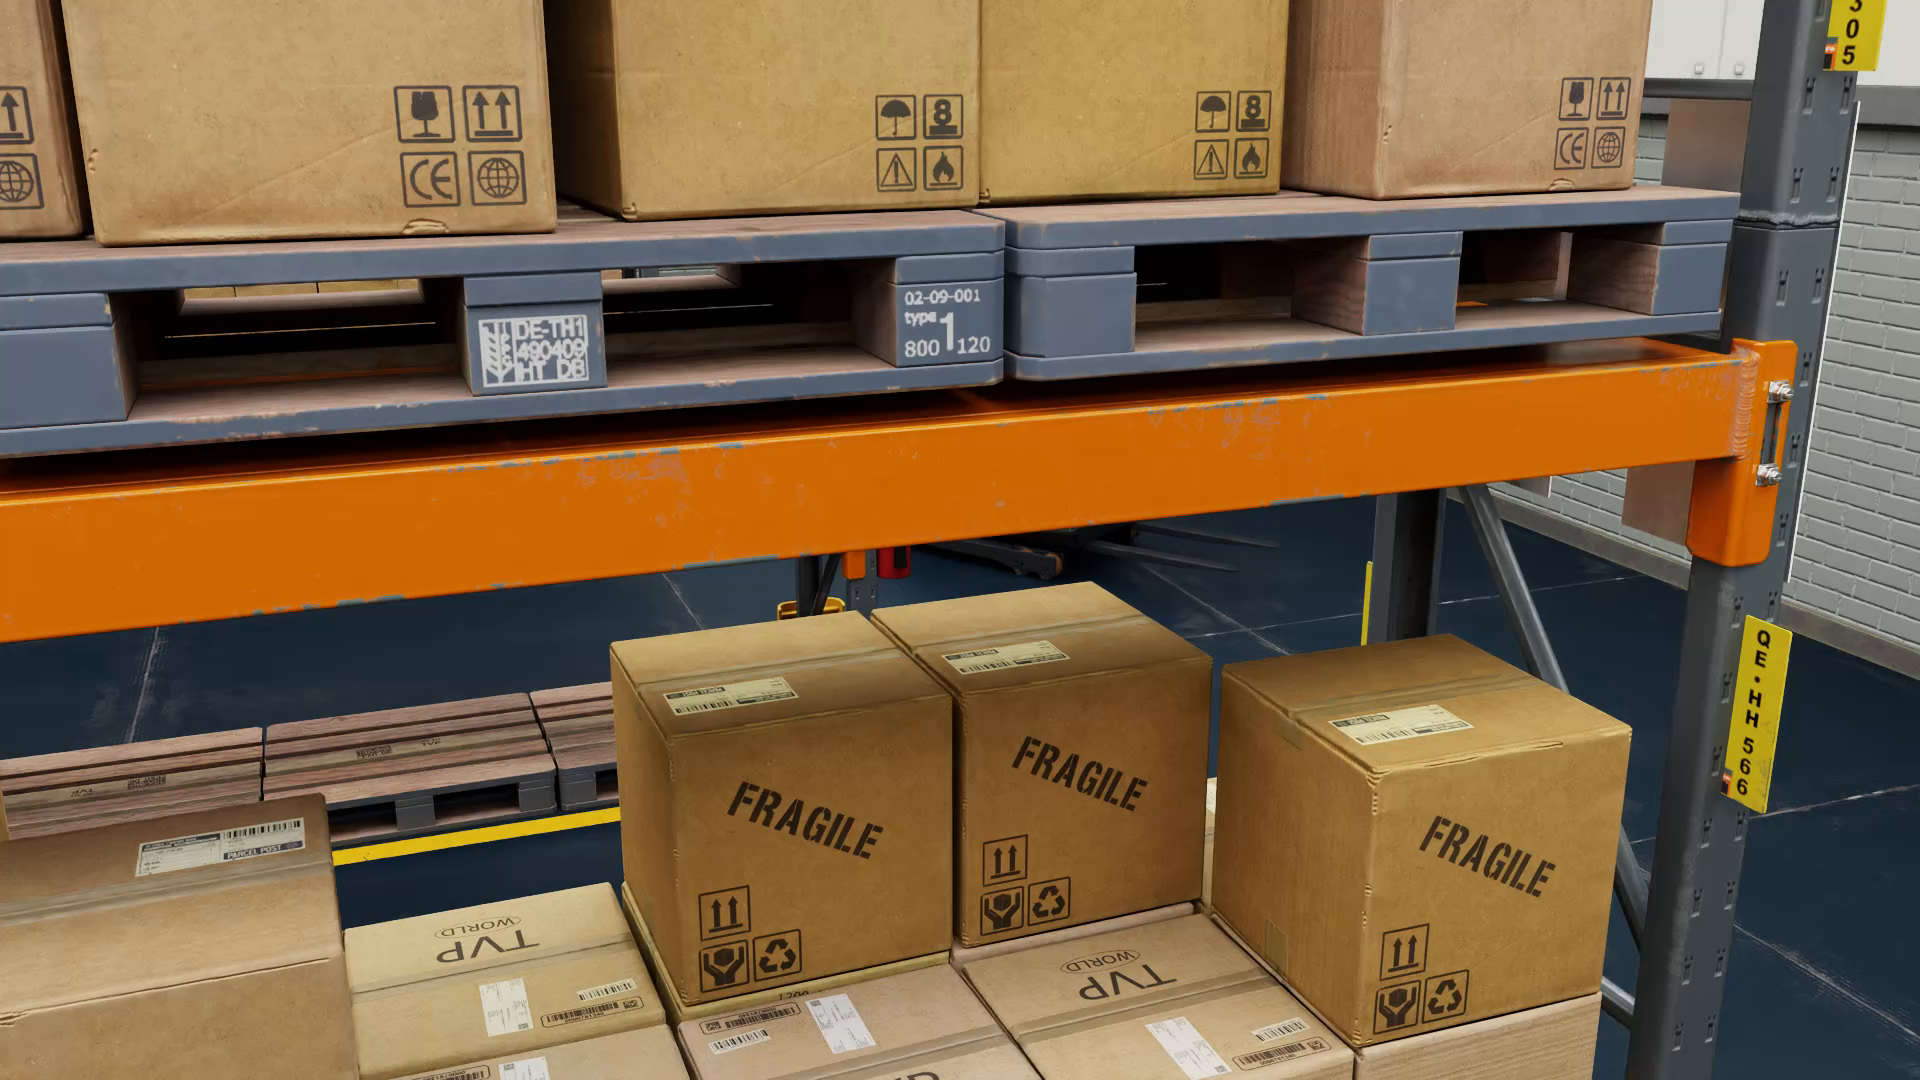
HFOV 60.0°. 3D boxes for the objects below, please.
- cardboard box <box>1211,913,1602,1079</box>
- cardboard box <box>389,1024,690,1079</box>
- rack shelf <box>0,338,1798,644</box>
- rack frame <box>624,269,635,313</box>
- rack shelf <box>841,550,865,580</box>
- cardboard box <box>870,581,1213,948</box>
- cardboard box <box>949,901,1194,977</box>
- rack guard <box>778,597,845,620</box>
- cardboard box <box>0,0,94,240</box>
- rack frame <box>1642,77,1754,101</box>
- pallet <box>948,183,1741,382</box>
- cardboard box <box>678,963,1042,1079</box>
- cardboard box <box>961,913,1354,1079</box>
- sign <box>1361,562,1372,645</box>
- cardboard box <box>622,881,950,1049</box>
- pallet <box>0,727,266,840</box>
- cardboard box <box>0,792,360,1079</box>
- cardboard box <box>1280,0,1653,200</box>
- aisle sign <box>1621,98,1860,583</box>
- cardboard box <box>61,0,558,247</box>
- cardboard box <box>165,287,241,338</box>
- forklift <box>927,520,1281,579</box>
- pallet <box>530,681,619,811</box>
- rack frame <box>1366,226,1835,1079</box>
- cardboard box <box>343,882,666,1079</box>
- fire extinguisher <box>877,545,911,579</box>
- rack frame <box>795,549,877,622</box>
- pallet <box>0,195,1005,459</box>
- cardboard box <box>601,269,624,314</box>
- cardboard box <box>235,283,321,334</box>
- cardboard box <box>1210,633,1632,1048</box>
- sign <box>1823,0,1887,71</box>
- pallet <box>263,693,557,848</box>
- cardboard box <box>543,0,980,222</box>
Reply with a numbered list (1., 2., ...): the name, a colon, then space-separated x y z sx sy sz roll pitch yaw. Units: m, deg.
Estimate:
1. cardboard box: 0.798 0.866 3.062 0.500 0.250 0.500 -6 18 -21
2. cardboard box: -0.636 1.022 2.531 0.500 0.250 0.500 -6 17 -20
3. rack shelf: -0.712 -0.074 2.479 4.000 0.370 1.077 -6 17 -20
4. rack frame: -2.387 -1.789 12.367 0.053 2.616 0.949 -6 17 -20
5. rack shelf: -2.484 0.062 7.340 4.000 0.370 1.077 -6 17 -20
6. cardboard box: 0.144 0.416 3.266 0.500 0.500 0.500 -7 18 -21
7. cardboard box: 0.128 0.779 3.359 0.500 0.250 0.500 -6 18 -21
8. rack guard: -0.599 0.709 8.297 0.348 0.500 1.175 -6 17 -20
9. cardboard box: -1.366 -0.663 2.107 0.500 0.500 0.700 -5 17 -17
10. rack frame: 1.157 -2.059 2.639 0.053 2.616 0.949 -6 17 -20
11. pallet: 0.467 -0.501 2.813 1.213 0.211 1.003 -6 17 -20
12. cardboard box: -0.151 0.969 2.714 0.500 0.250 0.500 -7 18 -22
13. cardboard box: 0.324 0.917 2.889 0.500 0.250 0.500 -6 18 -21
14. sign: 0.963 0.219 3.853 0.005 0.325 0.100 -6 17 -20
15. cardboard box: -0.342 0.829 3.190 0.500 0.250 0.500 -7 18 -22
16. pallet: -3.679 1.172 7.232 1.213 0.211 1.003 -6 17 -20
17. cardboard box: -1.094 0.709 2.268 0.500 0.500 0.500 -7 18 -22
18. cardboard box: 0.690 -0.852 2.751 0.500 0.500 0.700 -7 18 -23
19. aisle sign: 1.330 -0.357 2.877 0.004 0.787 0.394 -6 17 -20
20. cardboard box: -0.827 -0.678 2.159 0.500 0.500 0.700 -5 17 -18
21. cardboard box: -3.982 -1.663 11.761 3.026 0.500 1.079 -6 17 -19
22. forklift: 0.627 -1.321 10.896 3.031 2.935 1.130 11 20 33
23. pallet: -1.400 0.926 8.069 1.213 0.211 1.003 -6 17 -20
24. rack frame: 1.156 0.819 3.487 0.127 3.000 1.000 -6 17 -20
25. cardboard box: -0.828 0.883 3.006 0.500 0.250 0.500 -7 18 -21
26. fire extinguisher: -0.313 -0.164 7.633 0.183 0.674 0.296 -6 17 -20
27. rack frame: -0.616 -0.485 7.925 0.127 3.000 1.000 -6 17 -20
28. pallet: -0.674 -0.377 2.391 1.213 0.211 1.003 -6 17 -20
29. cardboard box: -2.706 -1.719 11.952 0.500 0.500 0.500 -6 17 -18
30. cardboard box: -4.602 -1.515 11.256 0.500 0.500 0.500 -6 17 -20
31. cardboard box: 0.795 0.506 2.958 0.500 0.500 0.500 -6 17 -19
32. sign: 1.337 -0.863 2.460 0.005 0.325 0.100 -6 17 -20
33. pallet: -2.538 1.048 7.654 1.213 0.211 1.003 -6 17 -20
34. cardboard box: -0.345 -0.762 2.445 0.500 0.500 0.700 -7 18 -24
